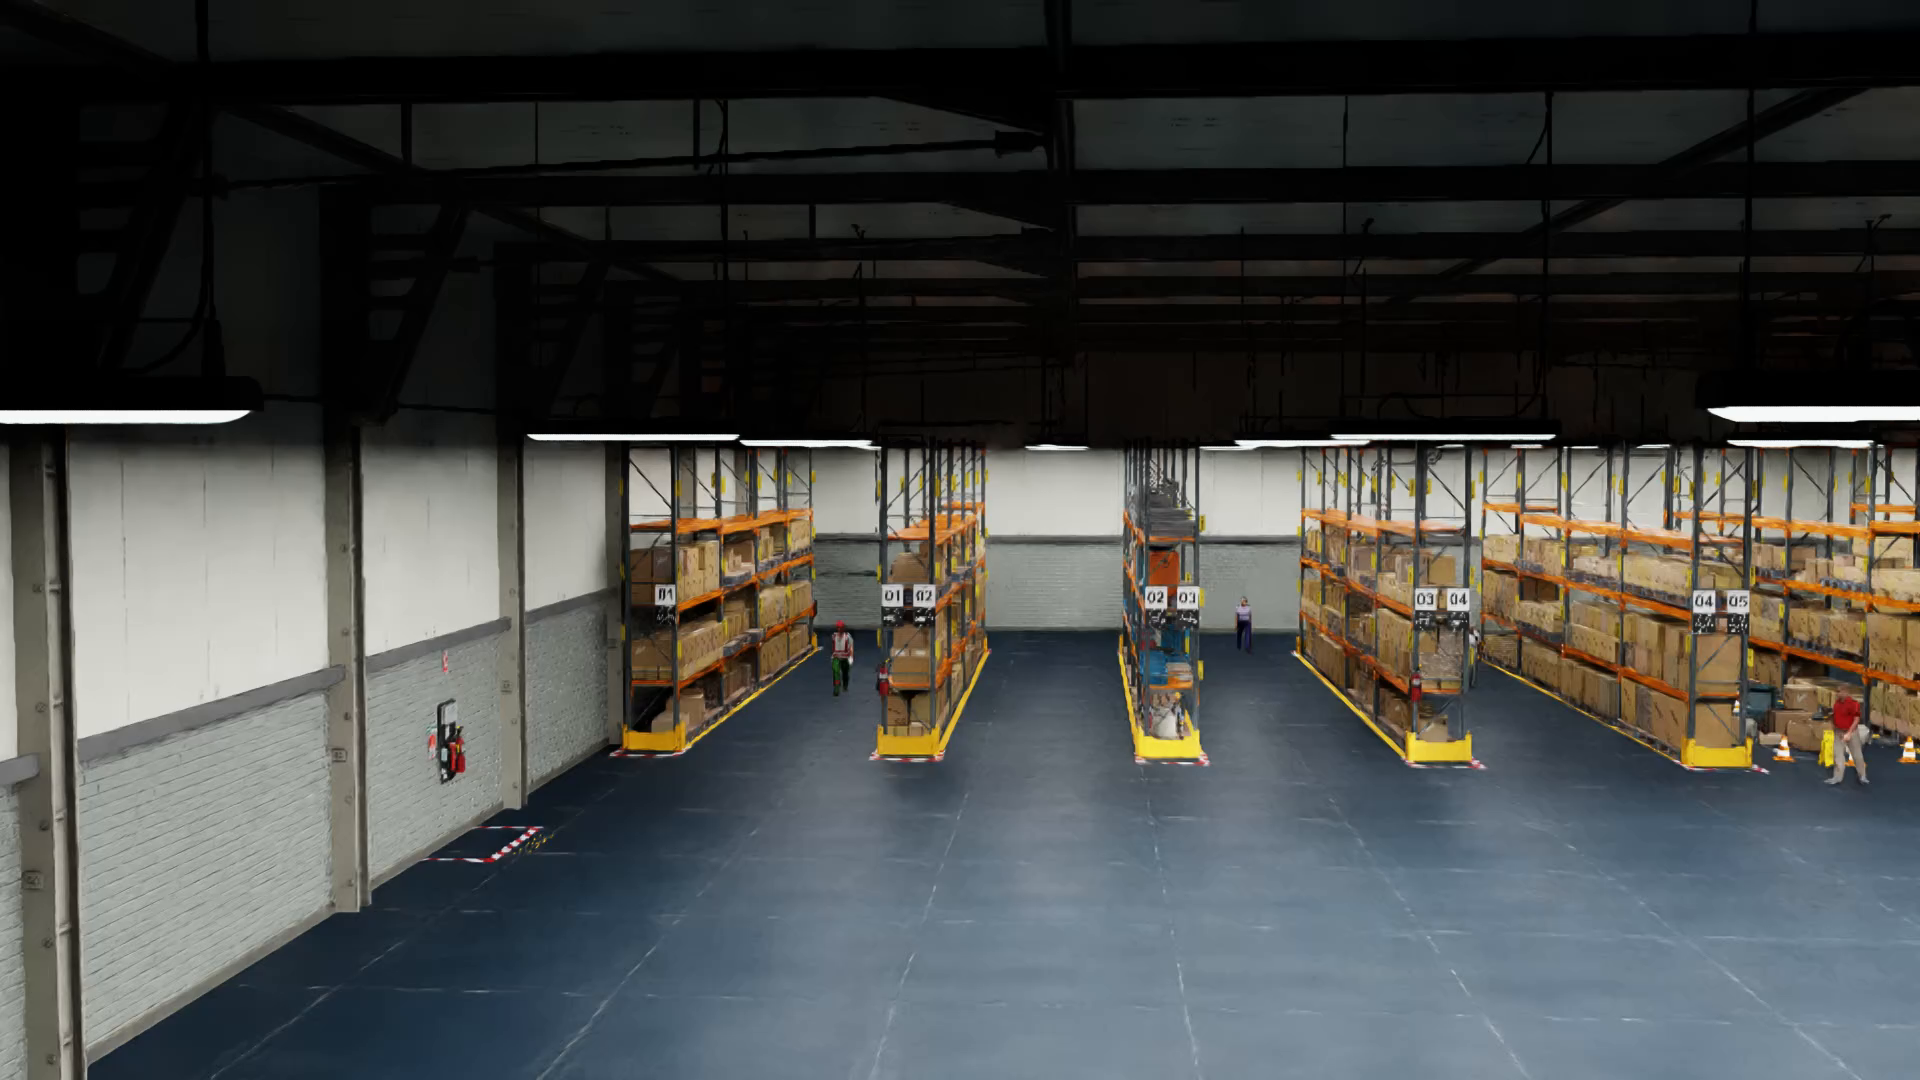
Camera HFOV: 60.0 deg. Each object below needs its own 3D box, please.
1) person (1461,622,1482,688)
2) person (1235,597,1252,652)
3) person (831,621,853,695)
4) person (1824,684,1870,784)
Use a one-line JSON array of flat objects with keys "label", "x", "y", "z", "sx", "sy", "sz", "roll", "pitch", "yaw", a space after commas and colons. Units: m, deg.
[{"label": "person", "x": 12.331, "y": 2.765, "z": 40.225, "sx": 0.592, "sy": 1.629, "sz": 0.526, "roll": 0, "pitch": 3, "yaw": 2}, {"label": "person", "x": 8.071, "y": 2.398, "z": 47.429, "sx": 0.479, "sy": 1.553, "sz": 1.090, "roll": 0, "pitch": 3, "yaw": 6}, {"label": "person", "x": -2.786, "y": 2.761, "z": 39.139, "sx": 0.567, "sy": 1.736, "sz": 1.044, "roll": 0, "pitch": 3, "yaw": 3}, {"label": "person", "x": 15.262, "y": 3.335, "z": 28.572, "sx": 0.721, "sy": 1.713, "sz": 0.570, "roll": -1, "pitch": 3, "yaw": -23}]
